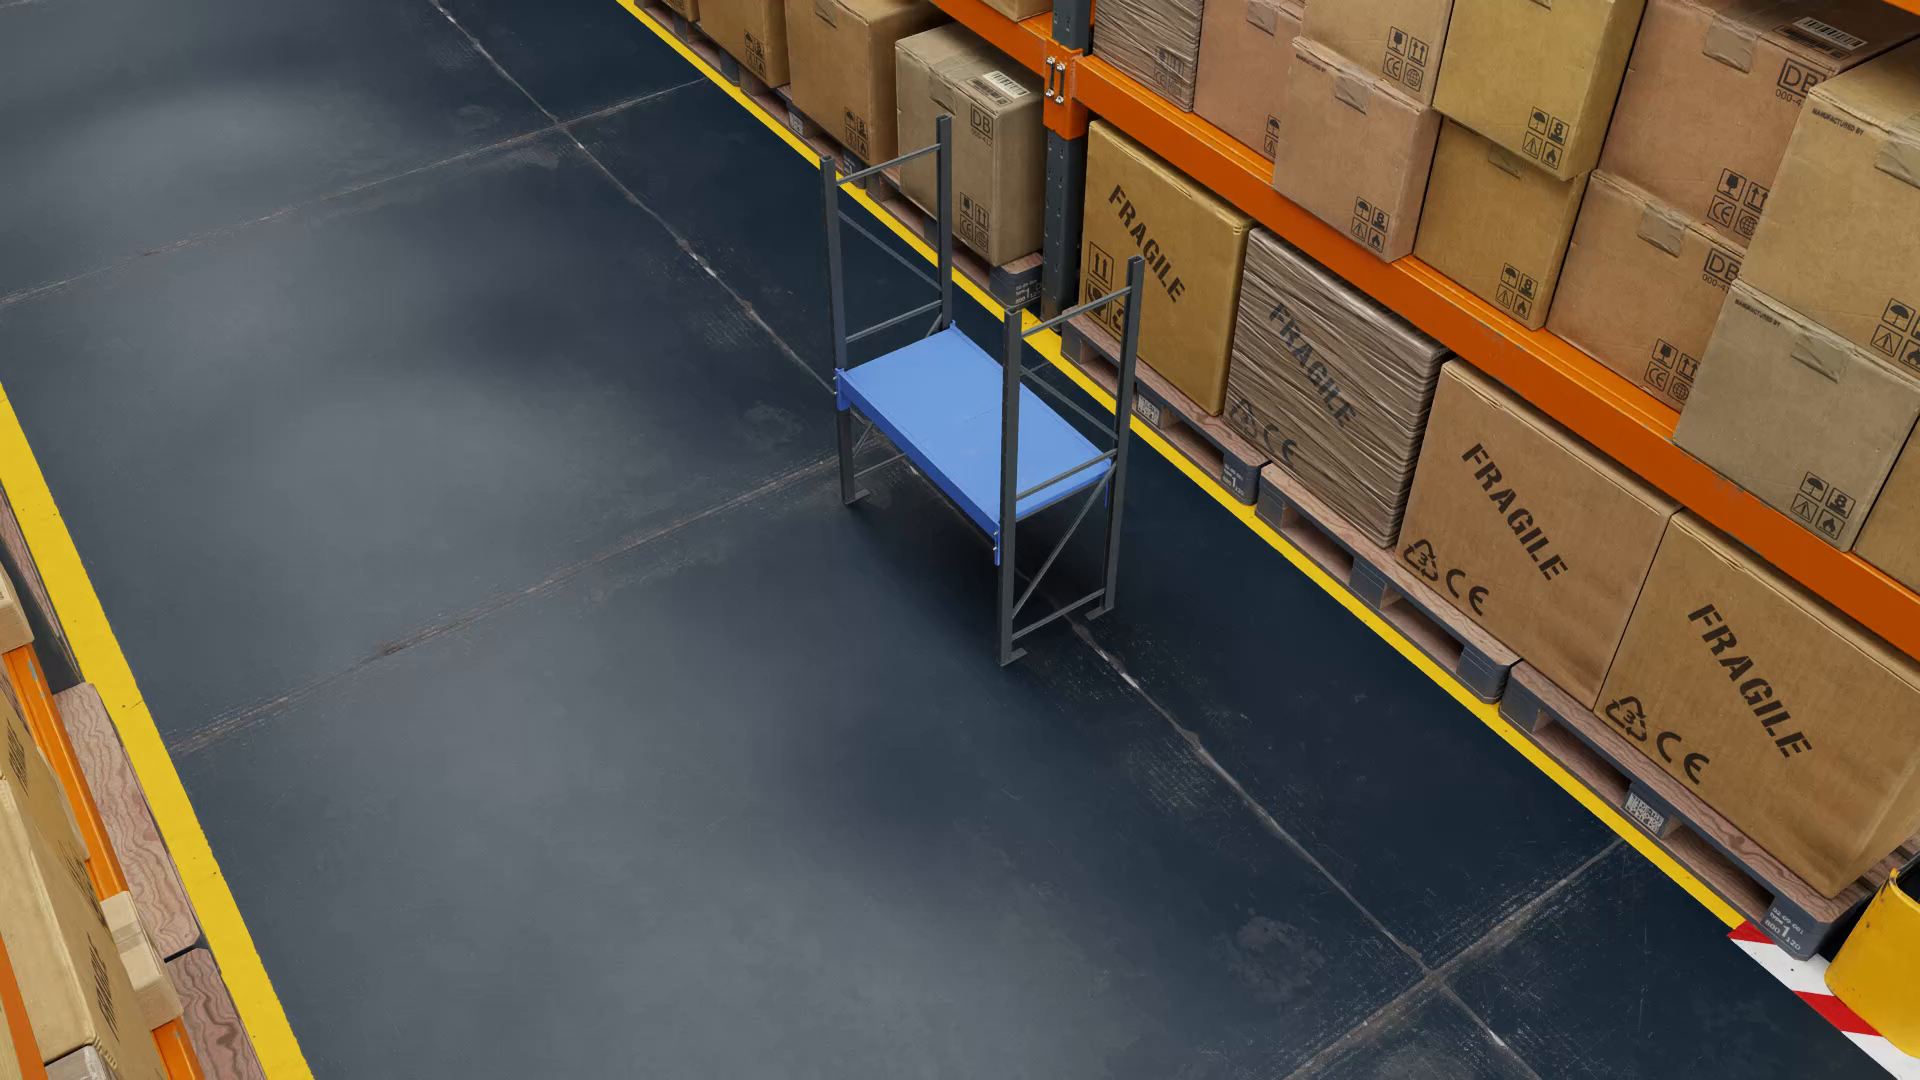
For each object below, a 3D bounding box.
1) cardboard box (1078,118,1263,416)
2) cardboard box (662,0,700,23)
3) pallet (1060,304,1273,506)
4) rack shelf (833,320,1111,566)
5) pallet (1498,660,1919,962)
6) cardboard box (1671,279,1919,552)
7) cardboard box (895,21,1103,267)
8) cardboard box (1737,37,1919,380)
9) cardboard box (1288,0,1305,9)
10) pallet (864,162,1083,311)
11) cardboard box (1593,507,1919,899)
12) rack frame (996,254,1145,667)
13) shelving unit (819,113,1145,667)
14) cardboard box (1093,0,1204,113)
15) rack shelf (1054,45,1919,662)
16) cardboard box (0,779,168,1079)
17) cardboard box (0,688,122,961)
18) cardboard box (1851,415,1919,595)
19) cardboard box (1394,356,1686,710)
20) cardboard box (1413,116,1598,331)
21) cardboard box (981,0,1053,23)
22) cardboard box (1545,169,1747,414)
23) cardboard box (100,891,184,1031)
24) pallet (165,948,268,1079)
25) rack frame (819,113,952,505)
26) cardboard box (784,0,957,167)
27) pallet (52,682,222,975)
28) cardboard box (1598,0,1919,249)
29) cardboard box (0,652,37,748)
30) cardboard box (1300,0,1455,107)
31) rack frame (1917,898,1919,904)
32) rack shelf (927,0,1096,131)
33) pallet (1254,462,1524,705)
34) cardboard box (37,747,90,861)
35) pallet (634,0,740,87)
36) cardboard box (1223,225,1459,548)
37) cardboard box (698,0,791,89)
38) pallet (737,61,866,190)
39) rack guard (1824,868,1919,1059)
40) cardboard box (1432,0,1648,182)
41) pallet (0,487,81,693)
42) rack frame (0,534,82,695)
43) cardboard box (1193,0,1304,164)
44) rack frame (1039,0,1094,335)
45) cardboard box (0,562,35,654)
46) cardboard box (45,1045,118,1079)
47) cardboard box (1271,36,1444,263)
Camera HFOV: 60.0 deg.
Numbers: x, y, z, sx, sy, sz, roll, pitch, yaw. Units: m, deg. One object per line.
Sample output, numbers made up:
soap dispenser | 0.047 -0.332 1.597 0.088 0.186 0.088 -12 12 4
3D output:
cardboard box | 1.094 -1.204 6.573 0.875 0.875 0.875 -25 49 -24
cardboard box | -1.222 -3.427 8.993 1.050 0.750 0.750 -26 50 -25
pallet | 1.163 -0.734 6.866 1.003 0.211 1.213 -26 49 -24
rack shelf | 0.049 -0.364 5.806 0.538 0.185 1.000 -26 49 -24
pallet | 2.559 0.648 5.418 1.003 0.211 1.213 -26 49 -24
cardboard box | 2.498 -0.488 4.480 0.875 0.550 0.550 -26 49 -24
cardboard box | 0.363 -1.858 7.349 1.050 0.750 0.750 -26 49 -25
cardboard box | 2.510 -0.884 4.113 0.875 0.550 0.550 -26 49 -24
cardboard box | 1.385 -2.161 5.451 0.875 0.550 0.550 -26 49 -24
pallet | 0.289 -1.603 7.776 1.003 0.211 1.213 -26 49 -24
cardboard box | 2.638 0.320 4.977 0.875 0.875 0.875 -25 49 -24
rack frame | 0.340 -0.206 5.380 0.500 1.500 0.032 -26 49 -24
shelving unit | 0.049 -0.494 5.682 0.538 1.500 1.048 -26 49 -24
cardboard box | 1.013 -2.054 6.121 0.875 0.550 0.550 -26 49 -24
rack shelf | 1.936 -0.811 5.448 1.077 0.370 4.000 -26 49 -24
cardboard box | -1.417 0.753 2.277 0.500 0.500 0.500 -26 49 -24
cardboard box | -1.704 0.470 2.573 0.500 0.500 0.500 -26 49 -24
cardboard box | 2.831 -0.185 4.163 0.875 0.550 0.550 -26 49 -24
cardboard box | 2.133 -0.177 5.498 0.875 0.875 0.875 -26 50 -25
cardboard box | 1.944 -1.139 5.162 0.875 0.550 0.500 -26 49 -24
cardboard box | 0.274 -2.430 6.551 0.500 0.500 0.500 -26 49 -25
cardboard box | 2.281 -0.855 4.865 0.875 0.550 0.550 -26 49 -24
cardboard box | -1.792 0.911 3.306 0.380 0.149 0.250 -26 49 -24
pallet | -2.219 1.765 4.249 1.003 0.211 1.213 -26 49 -24
rack frame | -0.242 -0.782 5.983 0.500 1.500 0.032 -26 49 -24
cardboard box | -0.186 -2.406 7.923 1.050 0.750 0.750 -26 49 -24
pallet | -2.921 1.073 4.973 1.003 0.211 1.213 -26 49 -24
cardboard box | 2.301 -1.255 4.502 0.875 0.550 0.550 -26 49 -24
cardboard box | -1.995 0.190 2.867 0.500 0.500 0.500 -26 49 -24
cardboard box | 1.581 -1.801 5.073 0.875 0.550 0.550 -26 49 -24
rack frame | 3.080 0.061 4.013 1.000 3.000 0.127 -26 49 -24
rack shelf | -0.352 -3.077 7.821 1.077 0.370 4.000 -26 49 -24
pallet | 1.865 -0.042 6.141 1.003 0.211 1.213 -26 49 -24
cardboard box | -2.124 0.650 3.579 0.380 0.149 0.250 -26 49 -24
pallet | -1.107 -2.985 9.224 1.003 0.211 1.213 -26 49 -24
cardboard box | 1.613 -0.695 6.040 0.875 0.875 0.875 -25 49 -24
cardboard box | -0.719 -2.933 8.476 1.050 0.750 0.750 -25 49 -24
pallet | -0.413 -2.294 8.500 1.003 0.211 1.213 -26 49 -24
rack guard | 3.094 0.979 4.862 1.175 0.500 0.348 -26 49 -24
cardboard box | 1.891 -1.504 4.762 0.875 0.550 0.500 -26 49 -24
pallet | -3.781 0.266 5.818 1.003 0.211 1.213 -26 49 -24
rack frame | -3.334 -0.302 4.394 1.000 3.000 0.127 -26 49 -24
cardboard box | 1.346 -1.752 5.804 0.875 0.550 0.550 -26 49 -24
rack frame | 0.792 -2.204 6.387 1.000 3.000 0.127 -26 49 -24
cardboard box | -2.506 0.203 4.047 0.380 0.149 0.250 -26 49 -24
cardboard box | -1.137 1.039 1.978 0.500 0.500 0.500 -26 49 -24
cardboard box | 1.558 -1.399 5.435 0.875 0.550 0.550 -26 49 -24
